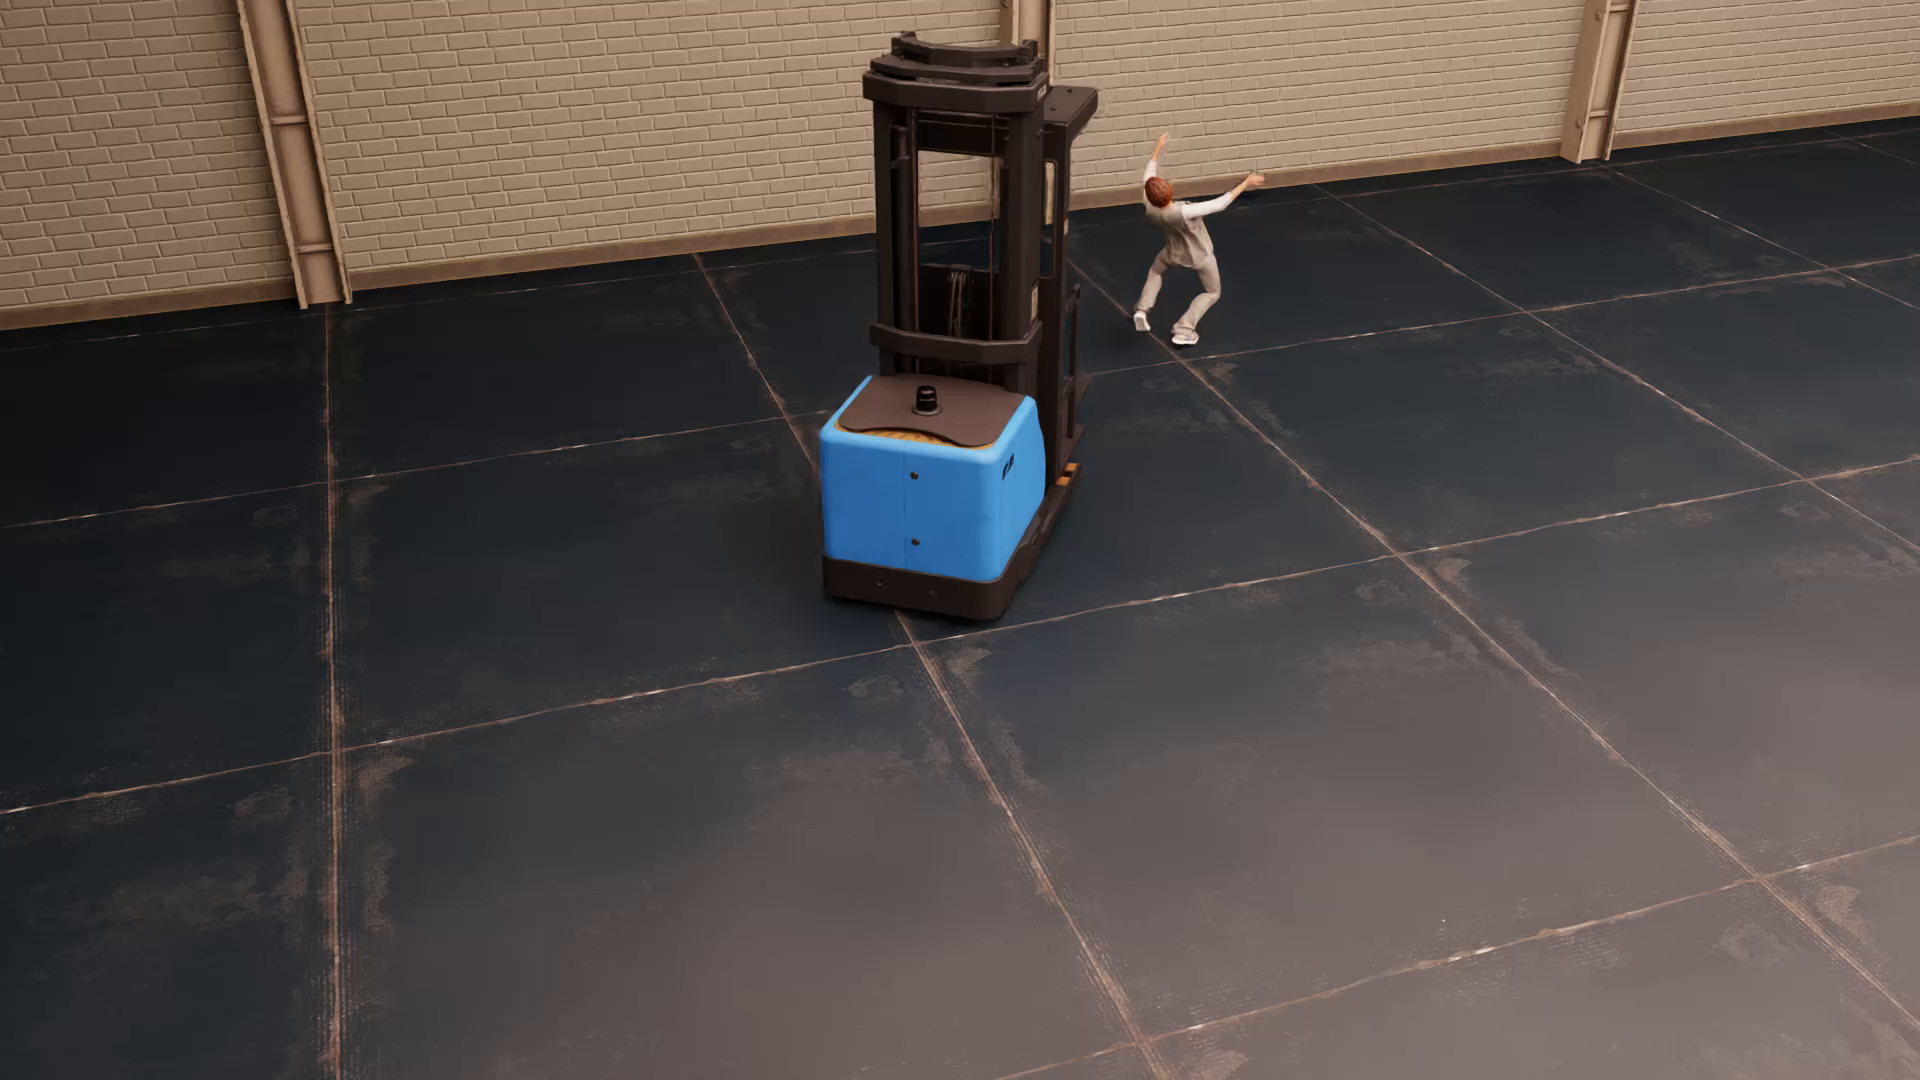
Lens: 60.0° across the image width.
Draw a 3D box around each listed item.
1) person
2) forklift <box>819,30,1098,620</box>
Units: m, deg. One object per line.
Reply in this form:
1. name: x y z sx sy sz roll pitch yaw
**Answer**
1. person: 1.691 -2.140 12.221 0.879 1.513 0.600 16 34 26
2. forklift: 0.145 -1.554 9.787 1.130 2.935 3.031 9 31 15
